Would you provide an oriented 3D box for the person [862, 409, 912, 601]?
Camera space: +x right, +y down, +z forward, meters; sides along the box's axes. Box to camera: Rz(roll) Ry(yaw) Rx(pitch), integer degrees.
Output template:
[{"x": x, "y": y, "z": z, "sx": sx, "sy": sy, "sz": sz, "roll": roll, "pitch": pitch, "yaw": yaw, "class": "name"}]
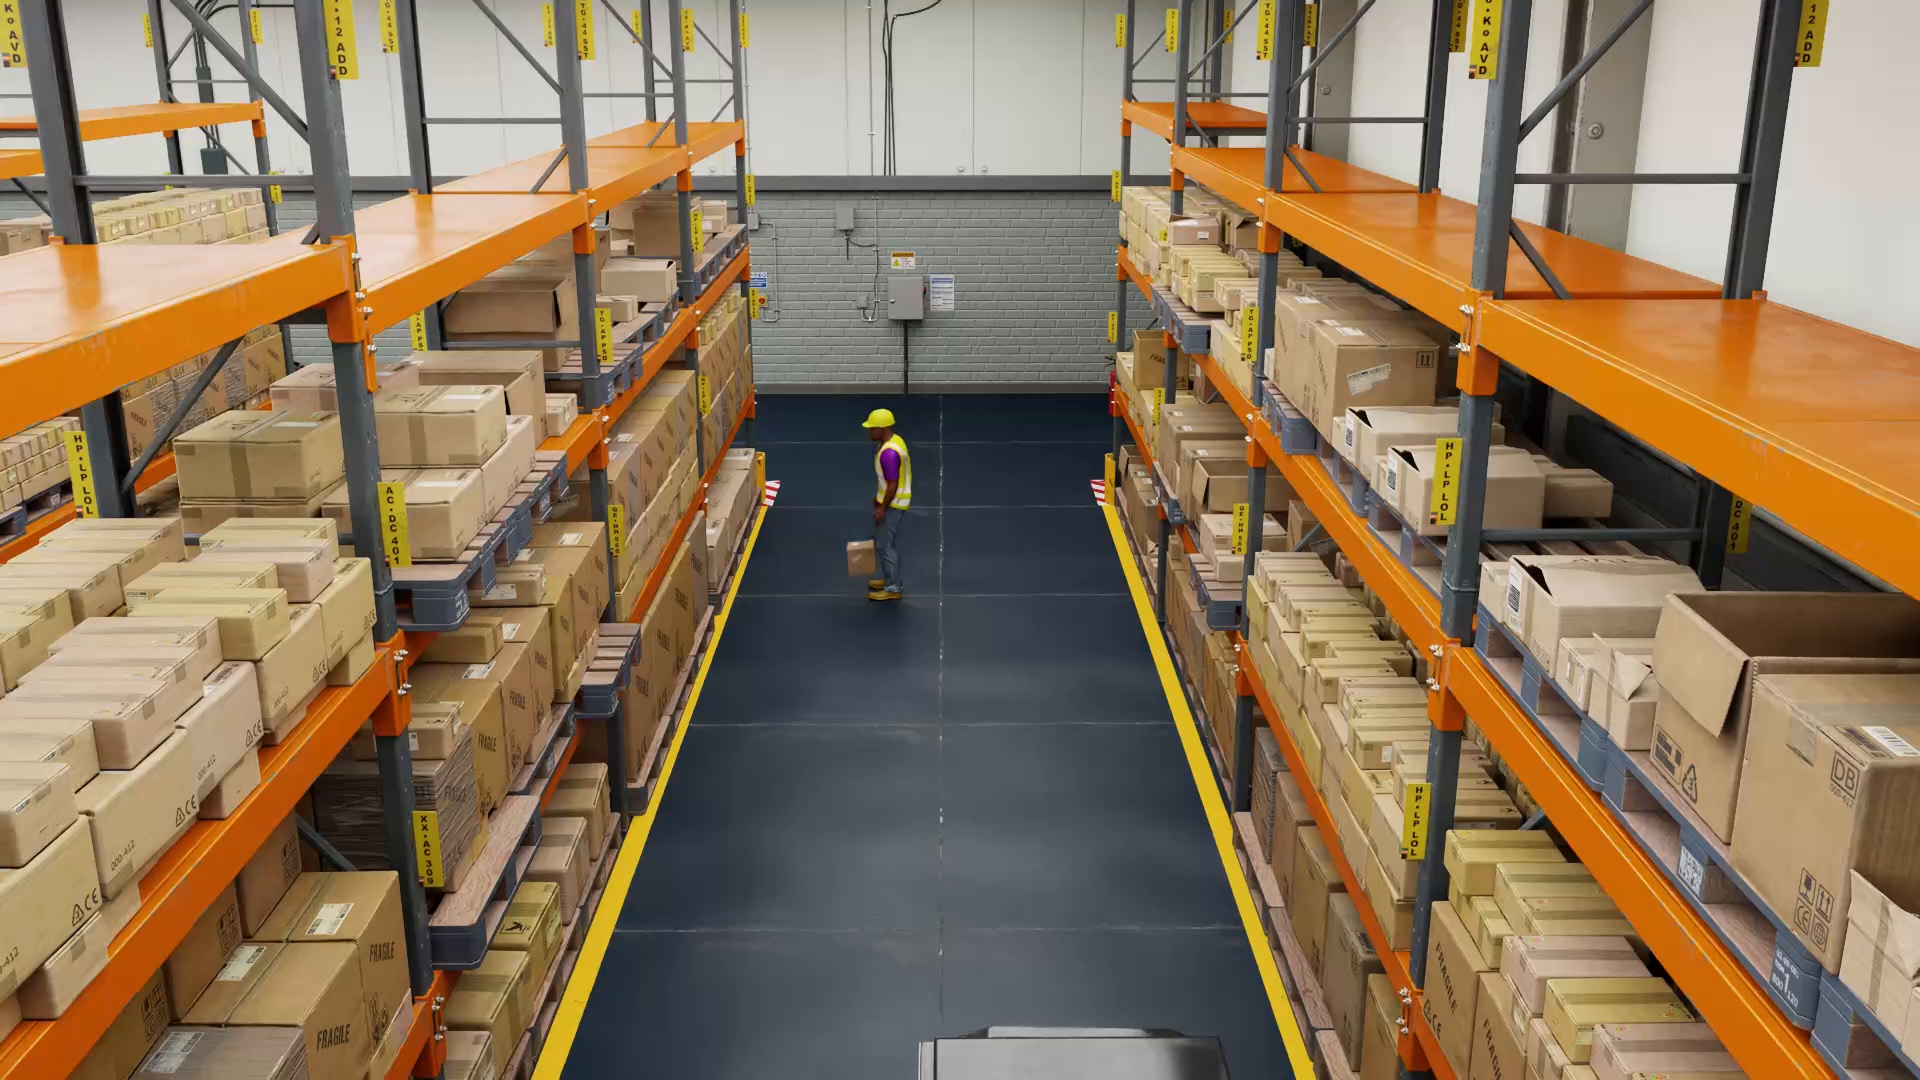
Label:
[{"x": -0.659, "y": -0.336, "z": 15.183, "sx": 0.439, "sy": 1.763, "sz": 0.597, "roll": -1, "pitch": 17, "yaw": -2, "class": "person"}]
